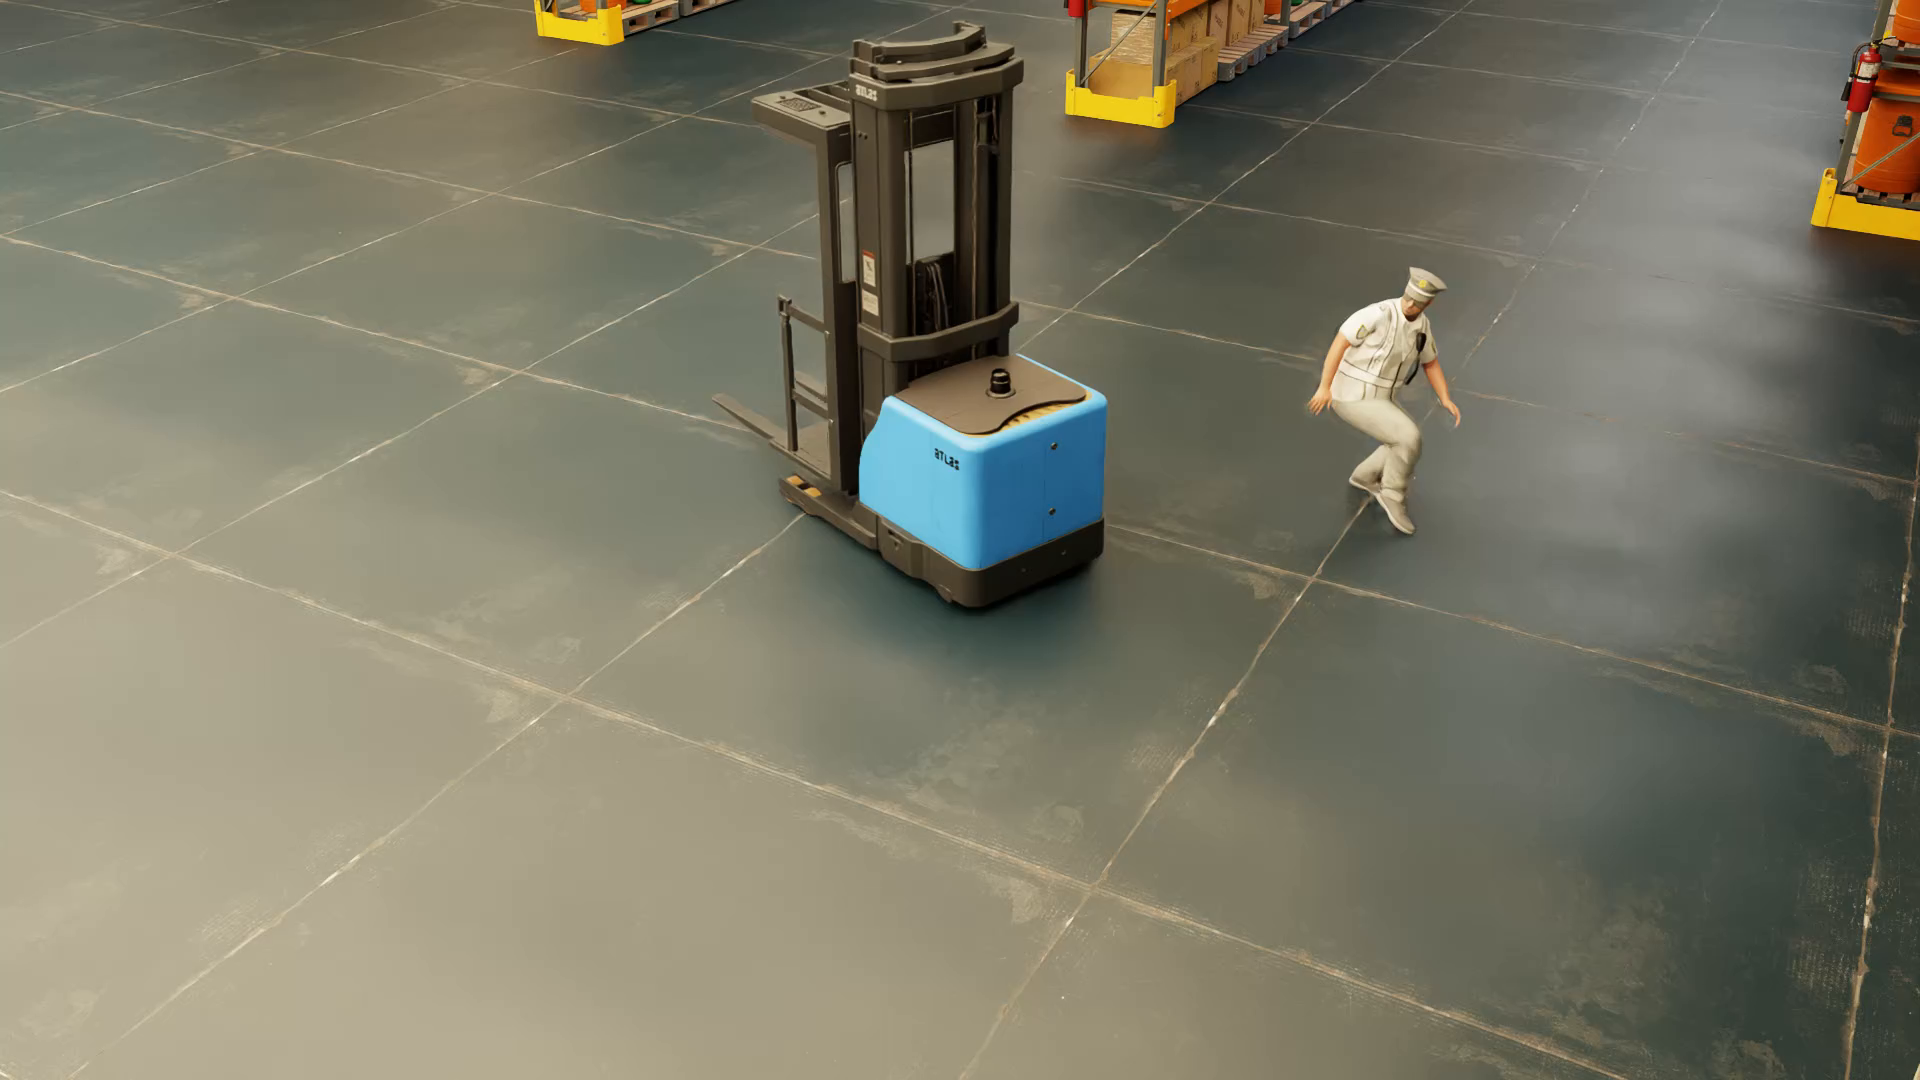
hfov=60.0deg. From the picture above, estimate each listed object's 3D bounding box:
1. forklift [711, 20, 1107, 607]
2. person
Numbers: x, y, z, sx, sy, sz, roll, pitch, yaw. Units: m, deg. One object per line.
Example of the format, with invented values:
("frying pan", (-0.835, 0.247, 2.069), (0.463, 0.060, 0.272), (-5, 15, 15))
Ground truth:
("forklift", (-0.476, -1.566, 9.783), (1.130, 2.935, 3.031), (-22, 37, -33))
("person", (2.592, -0.854, 9.961), (0.760, 1.558, 0.774), (24, 38, 35))
